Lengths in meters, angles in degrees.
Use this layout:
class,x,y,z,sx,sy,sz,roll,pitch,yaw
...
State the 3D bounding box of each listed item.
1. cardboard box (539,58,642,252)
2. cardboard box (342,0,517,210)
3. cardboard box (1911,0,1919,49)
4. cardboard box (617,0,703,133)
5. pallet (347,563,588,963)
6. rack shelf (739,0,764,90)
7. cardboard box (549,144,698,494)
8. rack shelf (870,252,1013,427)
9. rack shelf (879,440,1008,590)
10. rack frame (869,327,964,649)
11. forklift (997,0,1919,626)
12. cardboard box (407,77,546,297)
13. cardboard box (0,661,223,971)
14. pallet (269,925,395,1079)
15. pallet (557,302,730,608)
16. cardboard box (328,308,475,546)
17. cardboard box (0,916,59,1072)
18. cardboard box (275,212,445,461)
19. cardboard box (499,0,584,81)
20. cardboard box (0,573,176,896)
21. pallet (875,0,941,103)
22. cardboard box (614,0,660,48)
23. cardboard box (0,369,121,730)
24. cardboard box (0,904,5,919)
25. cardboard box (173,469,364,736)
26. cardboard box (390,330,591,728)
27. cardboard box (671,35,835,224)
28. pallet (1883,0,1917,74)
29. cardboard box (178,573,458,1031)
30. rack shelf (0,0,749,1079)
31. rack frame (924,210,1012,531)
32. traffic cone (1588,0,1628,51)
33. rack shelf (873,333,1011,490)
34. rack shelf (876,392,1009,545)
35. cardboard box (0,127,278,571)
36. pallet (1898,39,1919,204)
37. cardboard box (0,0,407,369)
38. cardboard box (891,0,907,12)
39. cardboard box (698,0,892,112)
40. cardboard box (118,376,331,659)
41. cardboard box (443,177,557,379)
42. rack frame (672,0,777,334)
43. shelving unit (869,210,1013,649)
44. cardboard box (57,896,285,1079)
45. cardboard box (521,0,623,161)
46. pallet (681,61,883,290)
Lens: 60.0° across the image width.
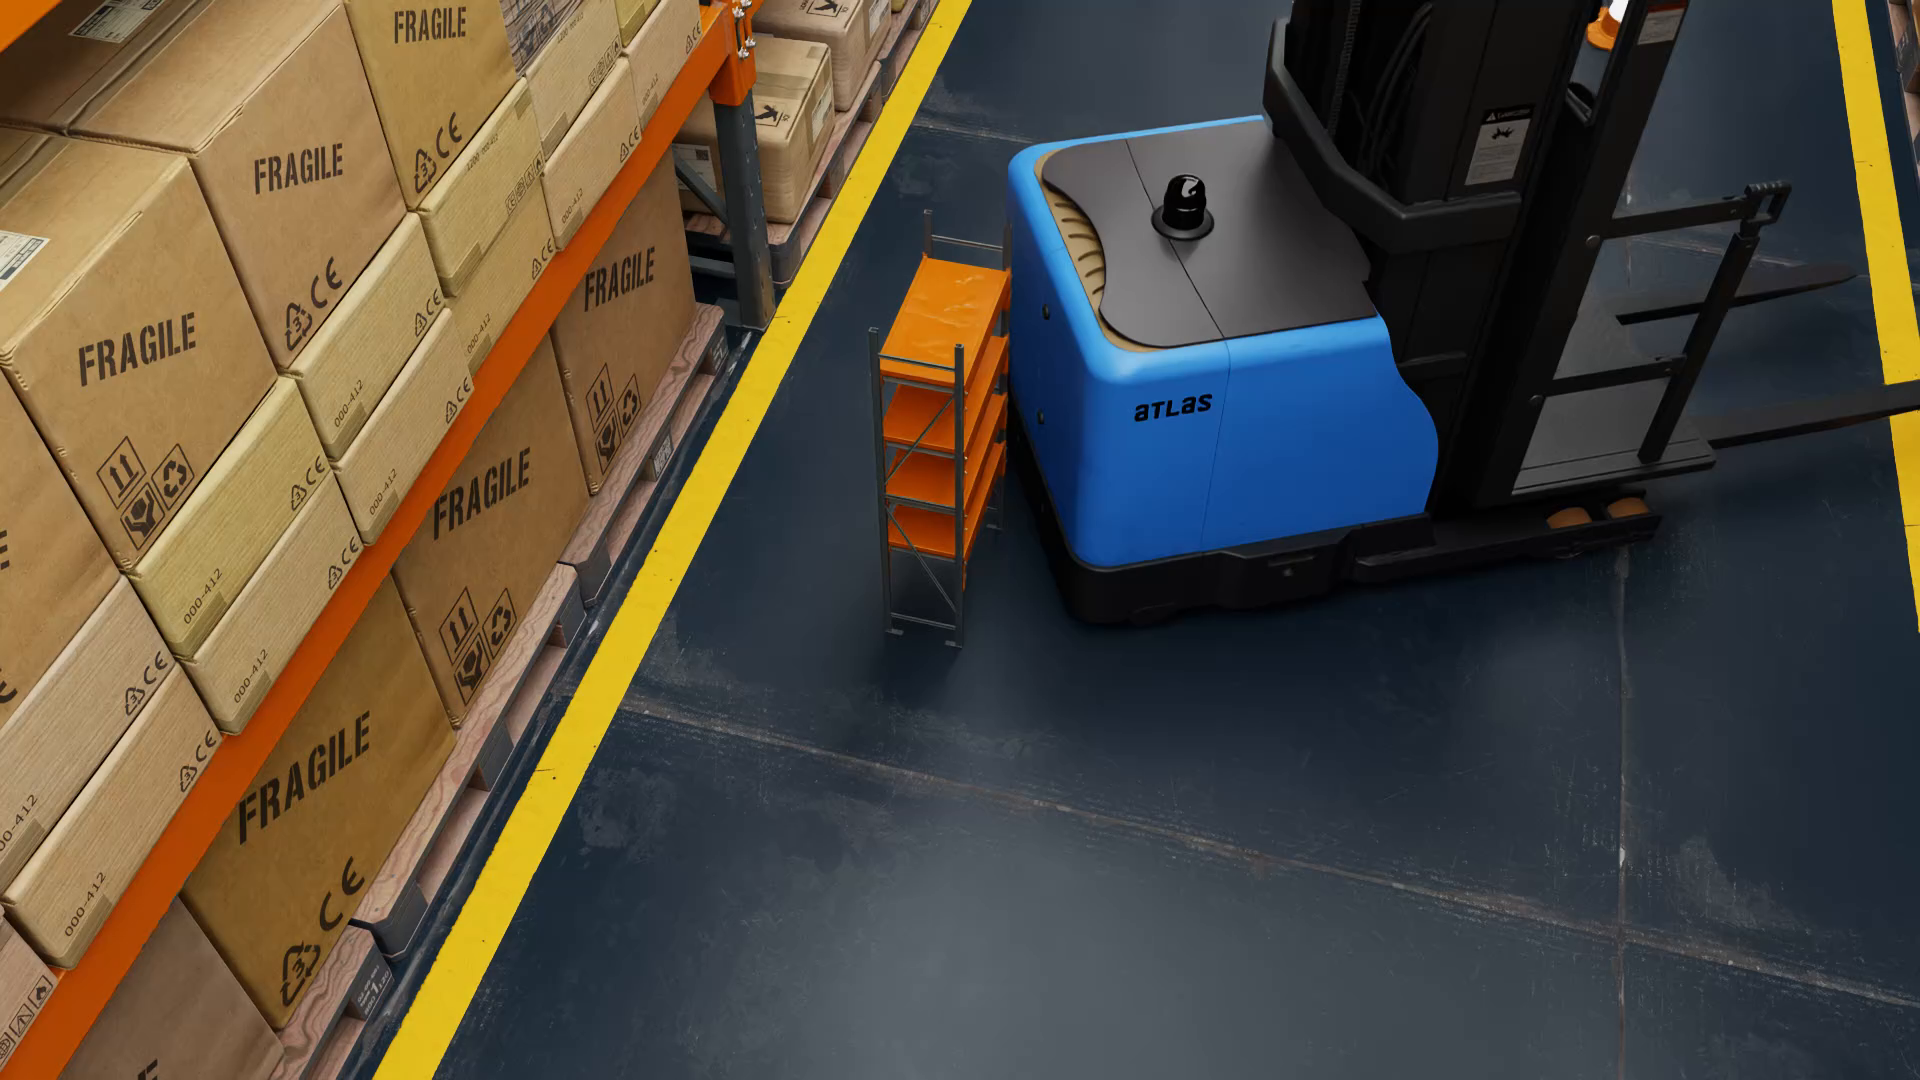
class,x,y,z,sx,sy,sz,roll,pitch,yaw
cardboard box,-1.159,-1.027,4.256,0.500,0.250,0.500,12,50,11
cardboard box,-1.305,-1.074,3.464,0.500,0.500,0.500,12,50,10
cardboard box,4.363,-2.087,6.311,1.050,0.750,0.750,12,50,10
cardboard box,-1.040,-1.400,4.585,0.500,0.250,0.500,10,49,9
pallet,-1.761,0.491,4.675,1.003,0.211,1.213,12,50,10
rack shelf,-0.631,-3.075,6.443,1.077,0.370,4.000,12,50,10
cardboard box,-1.419,-0.819,5.109,0.875,0.875,0.875,11,50,10
rack shelf,-0.044,-0.537,4.400,0.258,0.148,0.480,12,50,10
rack shelf,-0.044,-0.101,4.894,0.258,0.148,0.480,12,50,10
rack frame,-0.108,-0.101,4.539,0.240,1.200,0.015,12,50,10
forklift,1.696,-1.292,4.435,3.031,2.935,1.130,-10,49,-8
cardboard box,-1.286,-0.836,3.754,0.500,0.250,0.500,10,49,9
cardboard box,-1.705,0.436,2.965,0.500,0.250,0.500,10,49,9
pallet,-2.080,1.377,3.894,1.003,0.211,1.213,12,50,10
pallet,-1.437,-0.388,5.452,1.003,0.211,1.213,12,50,10
cardboard box,-1.414,-0.292,3.607,0.500,0.250,0.500,11,49,9
cardboard box,-1.840,0.810,2.634,0.500,0.250,0.500,11,49,9
cardboard box,-1.422,-0.460,3.422,0.500,0.250,0.500,10,49,9
cardboard box,-1.168,-1.432,3.780,0.500,0.500,0.500,12,50,11
cardboard box,-1.712,0.266,2.781,0.500,0.250,0.500,12,50,11
pallet,-0.627,-2.388,7.217,1.003,0.211,1.213,12,50,10
cardboard box,-1.040,-1.582,4.412,0.500,0.250,0.500,11,50,10
cardboard box,-1.710,0.028,2.491,0.500,0.500,0.500,11,50,10
cardboard box,-1.822,0.649,2.444,0.500,0.250,0.500,10,49,9
cardboard box,-1.555,0.068,3.289,0.500,0.250,0.500,11,50,10
cardboard box,-1.658,-0.175,4.541,0.875,0.875,0.875,12,50,10
cardboard box,-0.999,-1.542,6.083,0.950,0.372,0.625,9,49,7
pallet,4.567,-2.360,7.192,1.003,0.211,1.213,12,50,10
cardboard box,-1.894,0.472,3.970,0.875,0.875,0.875,13,50,11
rack shelf,-1.684,-0.182,3.889,1.077,0.370,4.000,12,50,10
rack frame,0.021,-0.454,4.850,0.240,1.200,0.015,12,50,10
traffic cone,2.888,-2.344,7.010,0.336,0.463,0.334,12,50,10
rack shelf,-0.044,-0.381,4.577,0.258,0.148,0.480,12,50,10
rack shelf,-0.044,-0.233,4.745,0.258,0.148,0.480,12,50,10
cardboard box,-1.575,-0.334,2.811,0.500,0.500,0.500,10,49,9
pallet,4.248,-1.475,6.411,1.003,0.211,1.213,12,50,10
cardboard box,-1.445,-0.709,3.142,0.500,0.500,0.500,11,49,9
cardboard box,-0.607,-2.625,7.039,0.950,0.372,0.625,13,50,11
cardboard box,-0.812,-2.078,6.556,0.950,0.372,0.625,11,49,9
cardboard box,-1.554,-0.094,3.099,0.500,0.250,0.500,12,50,11
cardboard box,-1.307,-0.666,3.937,0.500,0.250,0.500,11,50,10
rack frame,-1.157,-1.866,4.897,1.000,3.000,0.127,12,50,10
shelving unit,-0.044,-0.277,4.694,0.258,1.200,0.503,12,50,10
cardboard box,-2.124,1.127,3.392,0.875,0.875,0.875,13,50,11
cardboard box,-1.171,-1.210,4.084,0.500,0.250,0.500,10,49,9
pallet,-0.950,-1.509,6.441,1.003,0.211,1.213,12,50,10
